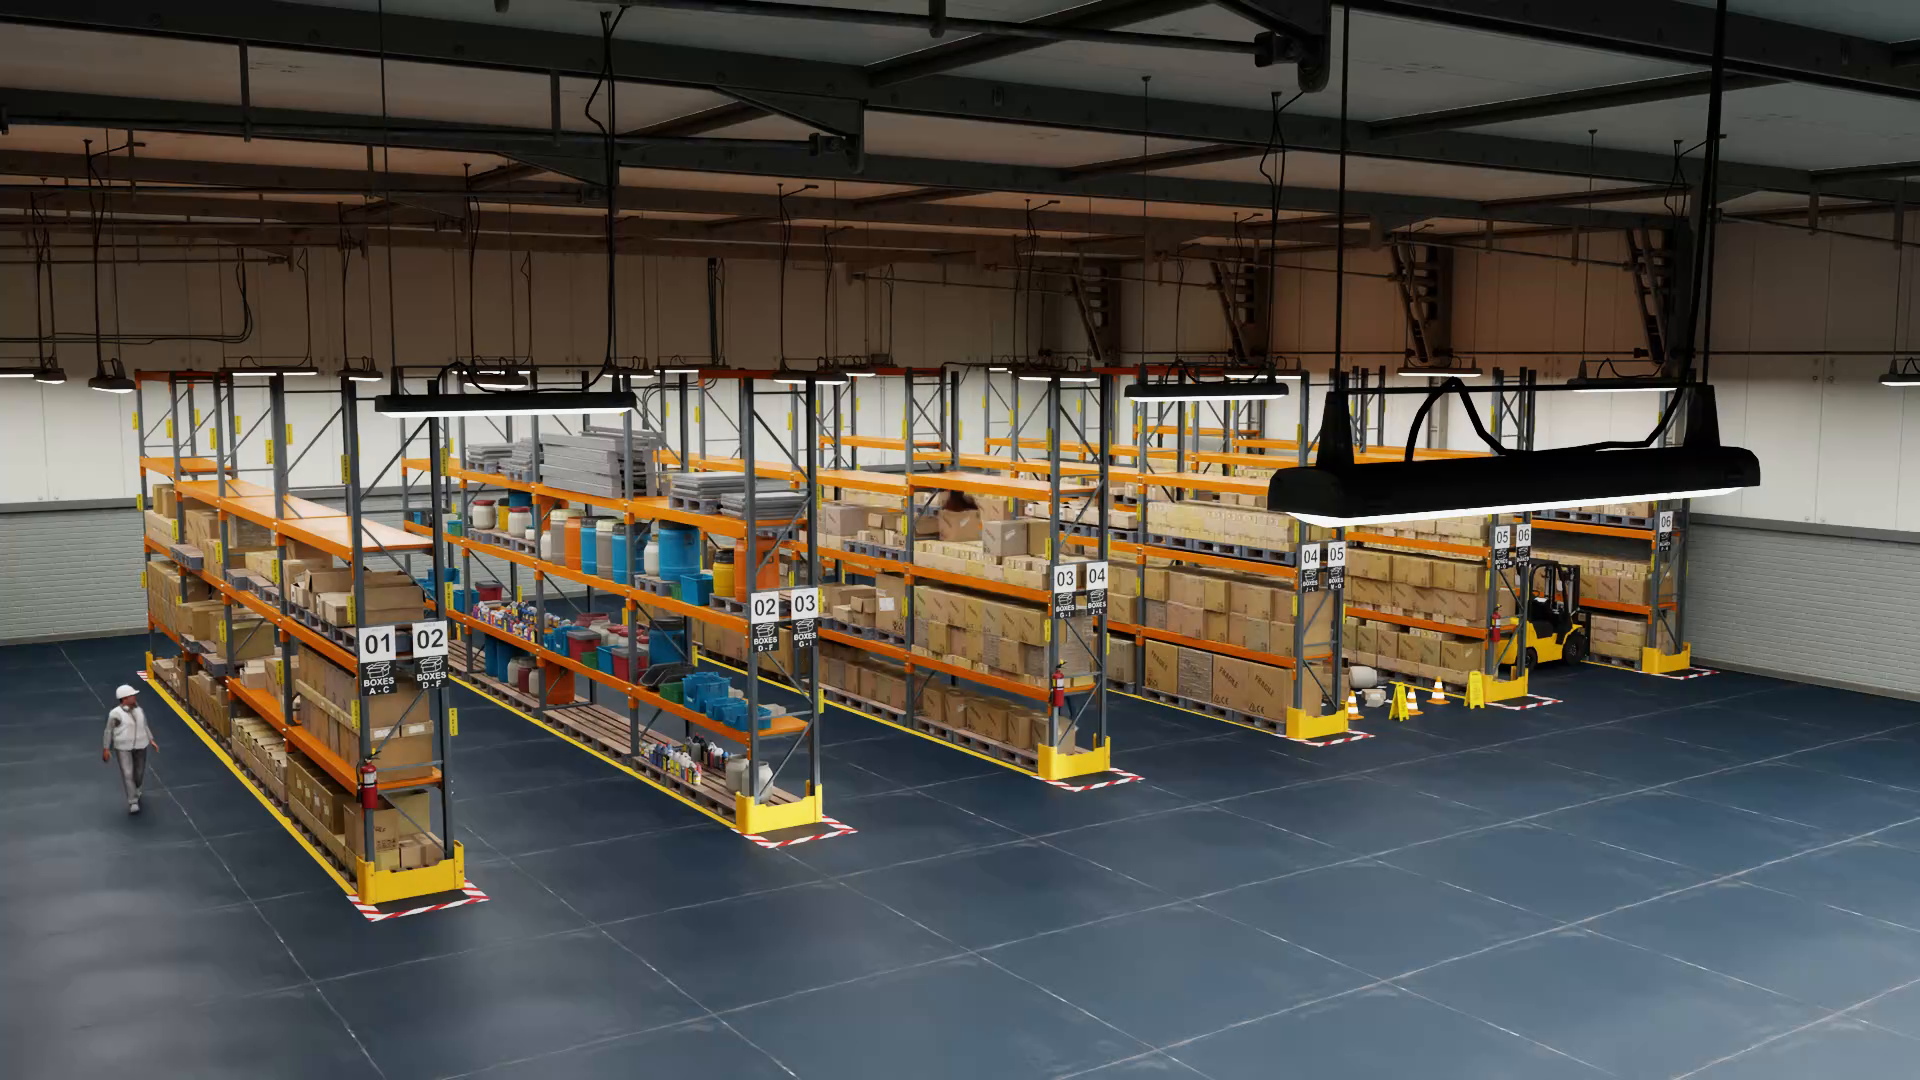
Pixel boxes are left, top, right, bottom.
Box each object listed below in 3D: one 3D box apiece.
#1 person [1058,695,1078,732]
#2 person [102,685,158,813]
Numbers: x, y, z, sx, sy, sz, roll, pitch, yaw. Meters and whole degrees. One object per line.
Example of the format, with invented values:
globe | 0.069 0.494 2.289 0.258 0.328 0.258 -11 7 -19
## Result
person | 1.718 2.406 27.764 0.517 1.599 0.371 2 7 18
person | -11.554 2.872 23.140 0.705 1.732 1.066 -5 8 -37
